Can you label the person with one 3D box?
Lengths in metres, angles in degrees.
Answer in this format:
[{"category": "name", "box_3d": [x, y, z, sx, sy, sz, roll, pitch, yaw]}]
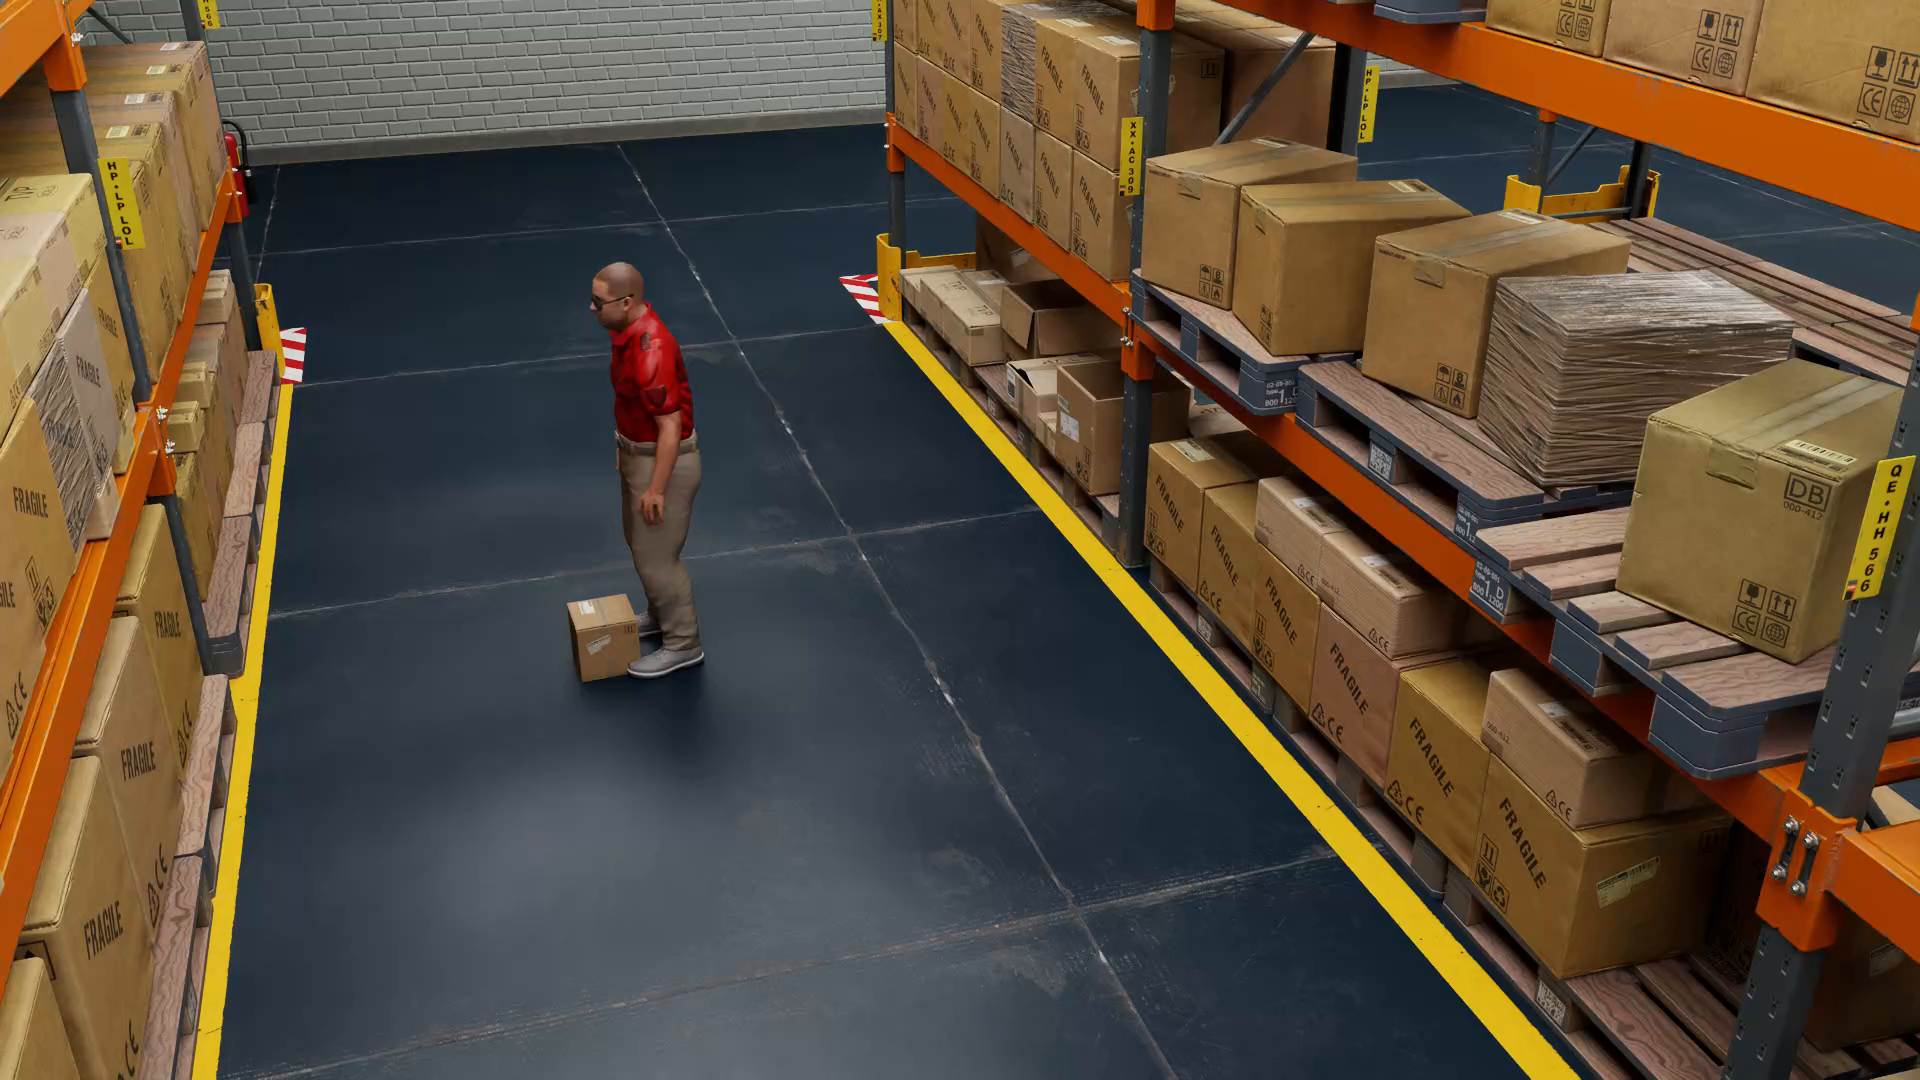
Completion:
[{"category": "person", "box_3d": [-1.251, -0.293, 6.724, 0.383, 1.727, 0.601, -9, 28, -18]}]
